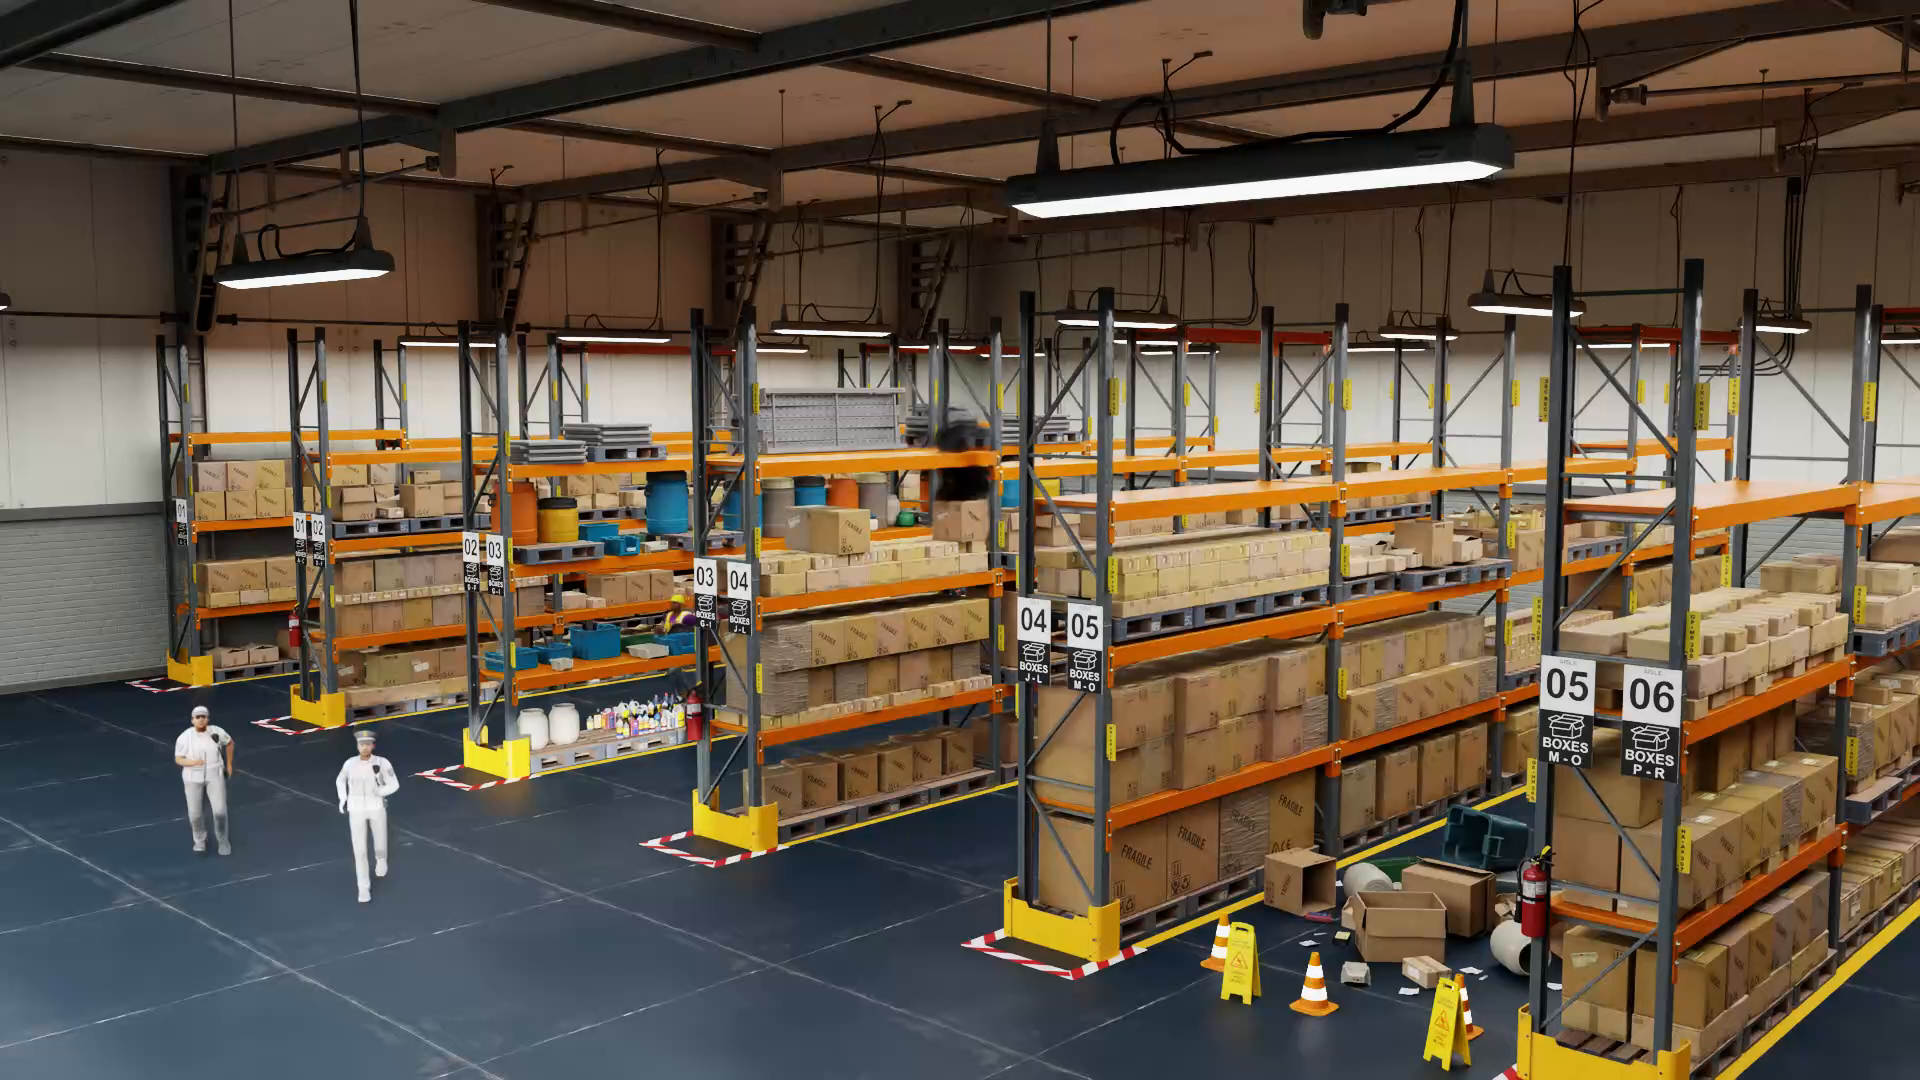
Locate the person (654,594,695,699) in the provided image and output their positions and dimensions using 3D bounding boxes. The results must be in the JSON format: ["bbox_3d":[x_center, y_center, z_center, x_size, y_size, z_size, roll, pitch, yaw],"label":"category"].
[{"bbox_3d":[-4.582,1.776,26.823,0.677,1.795,0.683,4,7,38],"label":"person"}]

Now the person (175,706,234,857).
[{"bbox_3d":[-8.228,2.645,18.147,0.595,1.690,0.690,-3,6,-25],"label":"person"}]

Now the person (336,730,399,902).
[{"bbox_3d":[-6.004,2.739,16.855,0.624,1.670,0.883,-1,6,-14],"label":"person"}]
